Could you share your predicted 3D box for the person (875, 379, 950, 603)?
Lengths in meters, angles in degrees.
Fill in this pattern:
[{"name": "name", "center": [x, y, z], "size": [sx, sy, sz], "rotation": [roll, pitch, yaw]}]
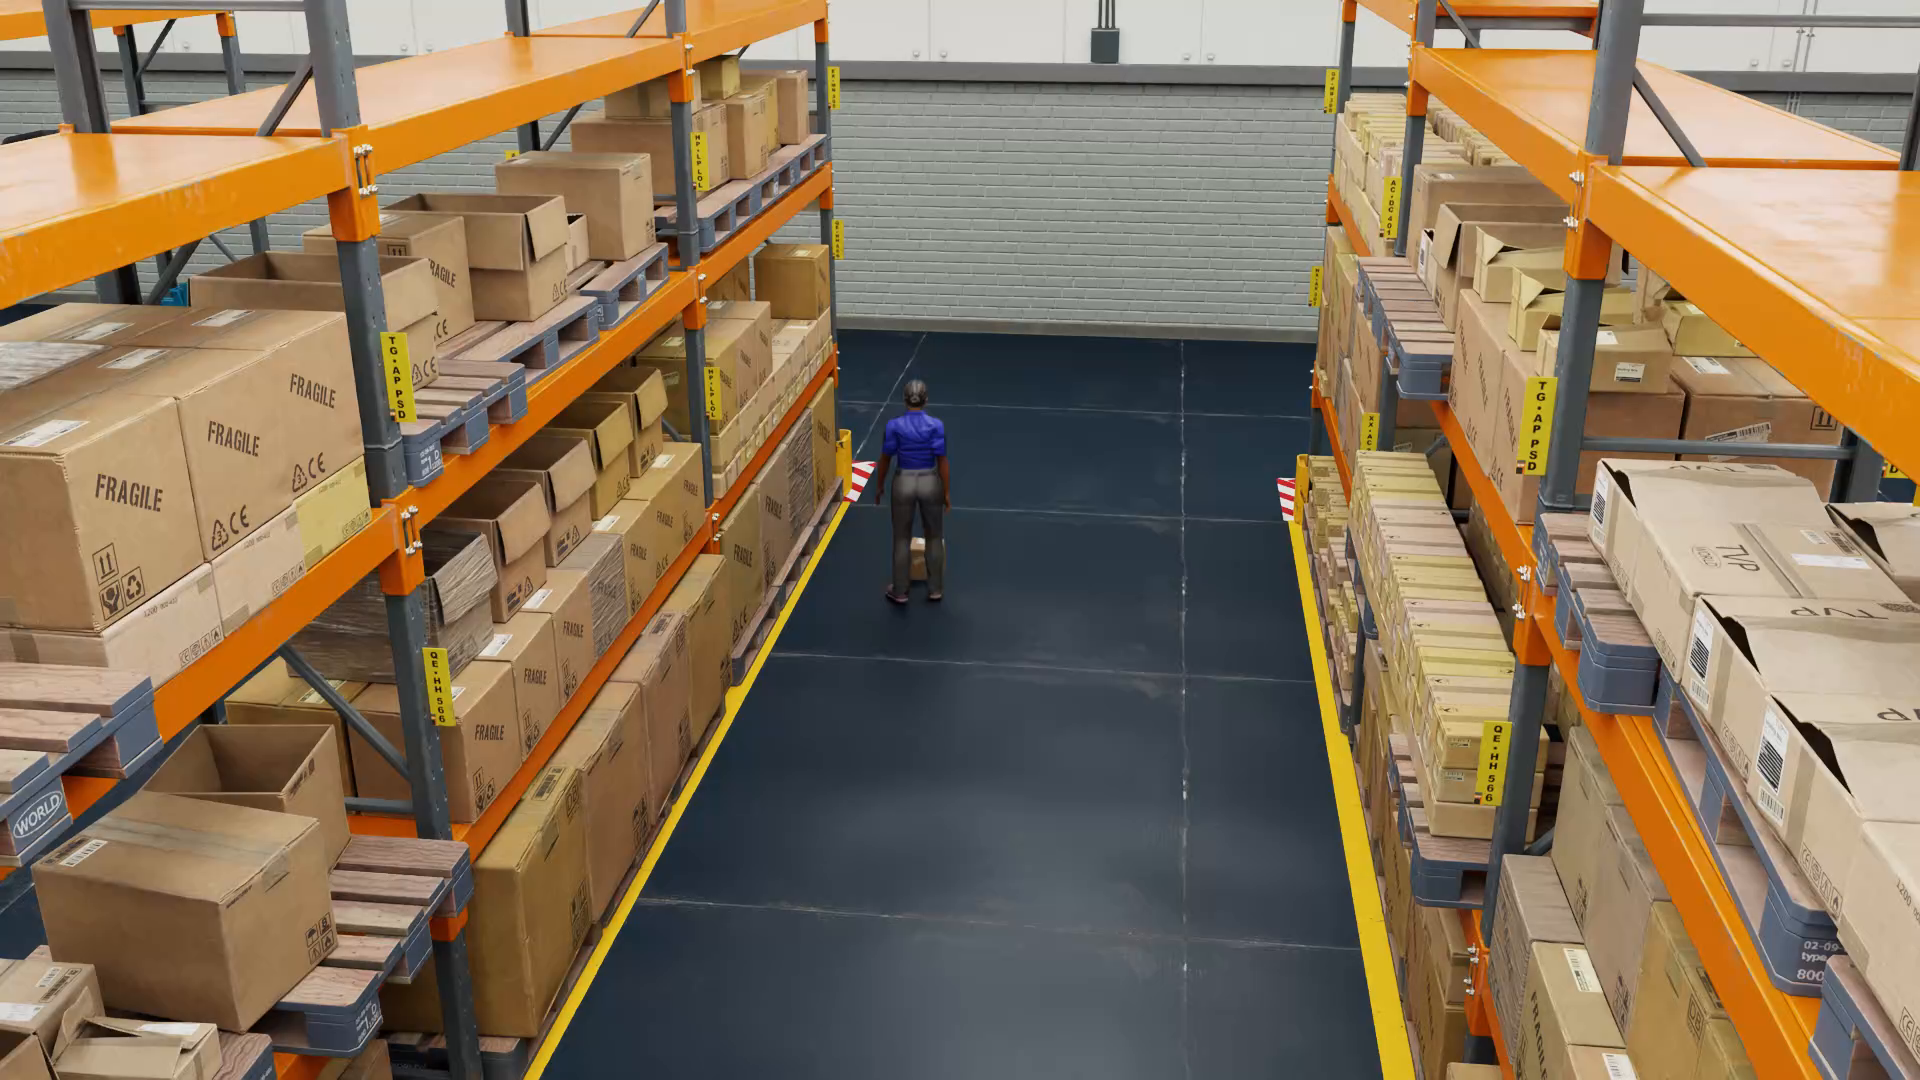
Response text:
[{"name": "person", "center": [-0.343, -0.353, 11.953], "size": [0.542, 1.674, 0.370], "rotation": [-1, 21, -2]}]
